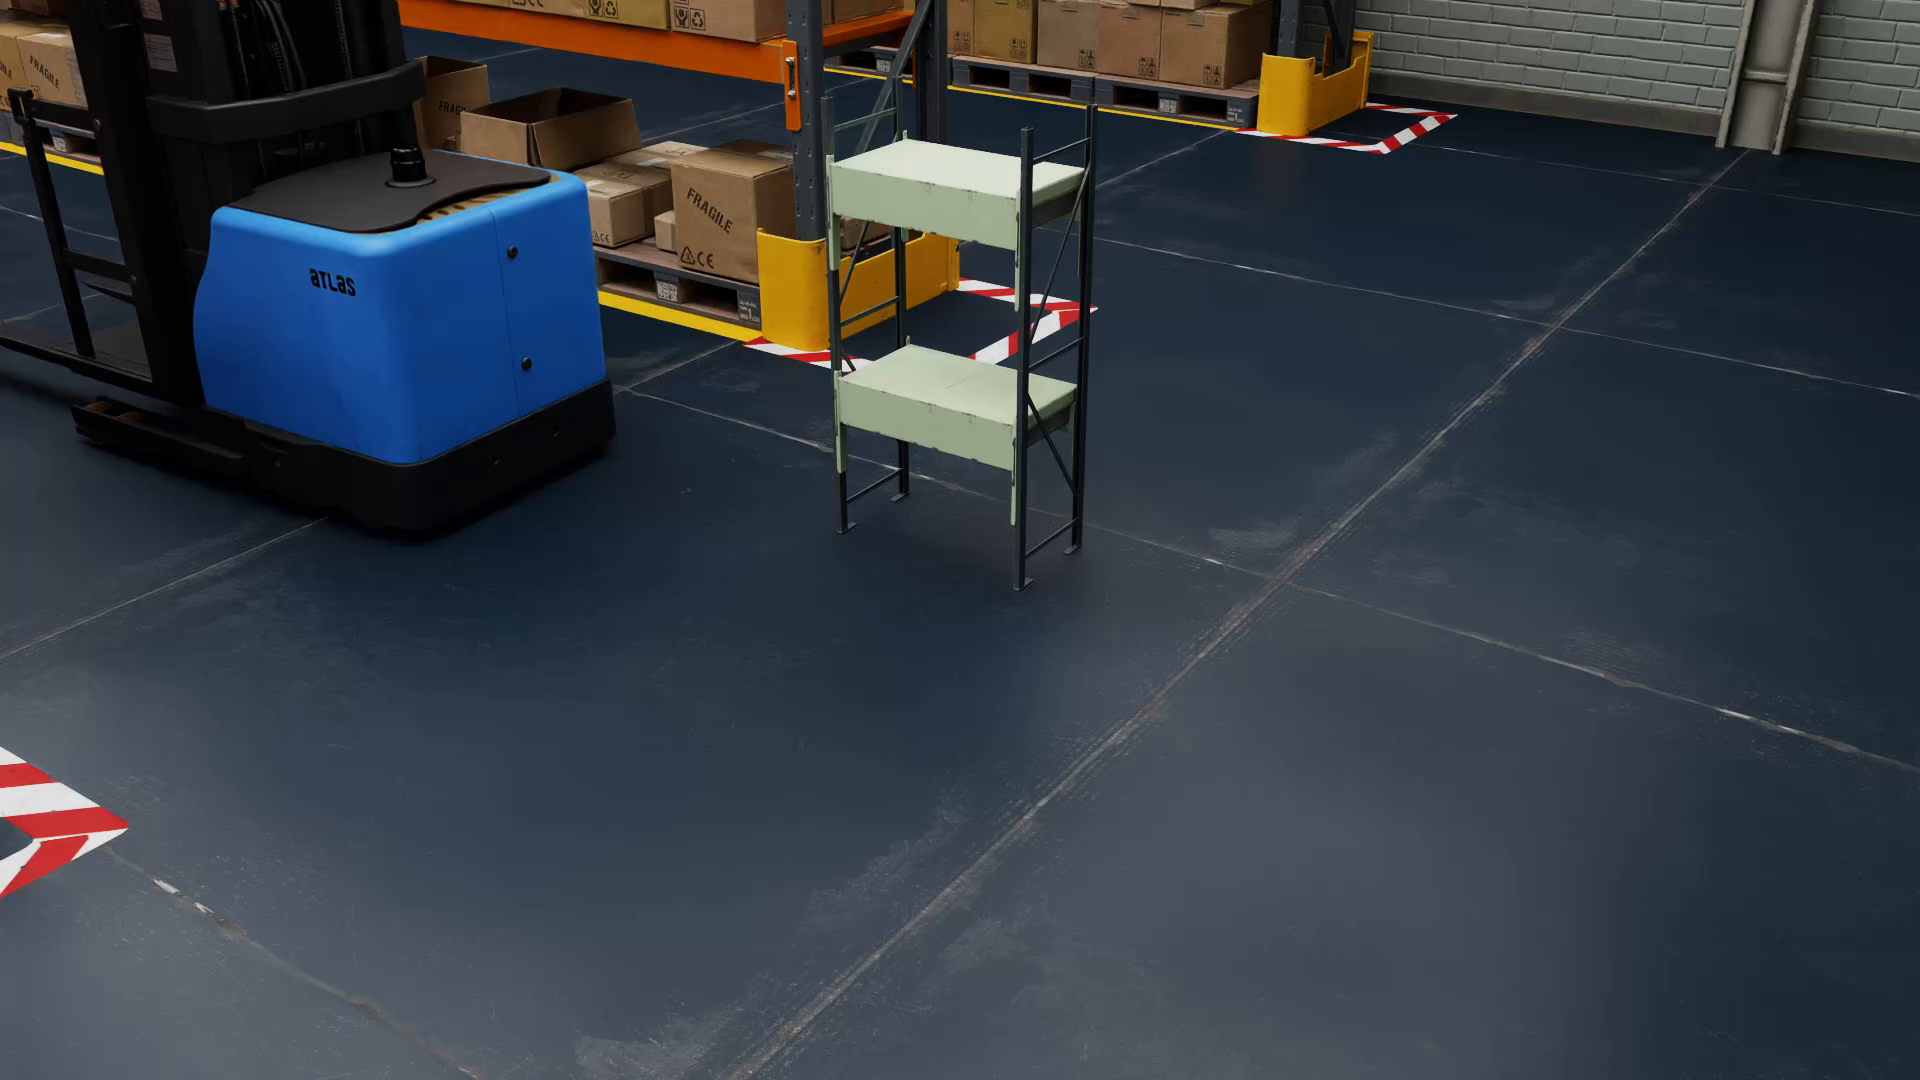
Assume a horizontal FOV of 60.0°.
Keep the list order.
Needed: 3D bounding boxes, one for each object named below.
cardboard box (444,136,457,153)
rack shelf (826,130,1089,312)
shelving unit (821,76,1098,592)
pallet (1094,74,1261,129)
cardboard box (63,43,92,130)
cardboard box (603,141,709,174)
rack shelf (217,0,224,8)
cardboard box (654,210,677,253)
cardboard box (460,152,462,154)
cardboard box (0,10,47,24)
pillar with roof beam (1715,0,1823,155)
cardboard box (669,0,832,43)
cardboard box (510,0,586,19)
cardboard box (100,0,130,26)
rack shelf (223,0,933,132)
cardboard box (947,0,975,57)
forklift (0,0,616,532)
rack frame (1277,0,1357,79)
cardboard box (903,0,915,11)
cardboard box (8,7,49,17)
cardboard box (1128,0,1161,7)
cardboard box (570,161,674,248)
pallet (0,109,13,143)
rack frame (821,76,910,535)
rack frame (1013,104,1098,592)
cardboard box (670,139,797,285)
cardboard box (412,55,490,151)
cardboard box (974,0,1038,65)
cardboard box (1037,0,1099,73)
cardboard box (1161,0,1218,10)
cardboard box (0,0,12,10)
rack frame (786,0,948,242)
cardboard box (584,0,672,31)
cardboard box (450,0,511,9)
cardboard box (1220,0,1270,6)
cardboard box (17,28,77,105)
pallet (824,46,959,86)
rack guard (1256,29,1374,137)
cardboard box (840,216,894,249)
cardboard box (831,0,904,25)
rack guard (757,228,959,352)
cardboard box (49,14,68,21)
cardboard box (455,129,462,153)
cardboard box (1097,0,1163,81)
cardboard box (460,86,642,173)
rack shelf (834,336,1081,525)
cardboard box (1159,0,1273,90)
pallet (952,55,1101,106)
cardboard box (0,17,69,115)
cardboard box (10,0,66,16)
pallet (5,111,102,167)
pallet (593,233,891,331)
[{"bbox_3d":[-2.711,-2.243,9.508,0.250,0.149,0.380,17,32,30],"label":"cardboard box"},{"bbox_3d":[-0.006,-1.018,5.236,0.720,0.370,0.431,17,32,30],"label":"rack shelf"},{"bbox_3d":[-0.006,-0.670,5.413,0.755,1.500,0.431,17,32,30],"label":"shelving unit"},{"bbox_3d":[1.711,-3.190,11.786,1.213,0.211,1.003,17,32,30],"label":"pallet"},{"bbox_3d":[-5.069,-2.792,10.200,0.500,0.500,0.500,18,32,31],"label":"cardboard box"},{"bbox_3d":[-1.499,-1.877,8.678,0.500,0.250,0.500,17,32,30],"label":"cardboard box"},{"bbox_3d":[-5.333,-3.624,10.358,4.000,0.370,1.077,17,32,30],"label":"rack shelf"},{"bbox_3d":[-1.258,-1.523,8.074,0.250,0.166,0.380,17,32,30],"label":"cardboard box"},{"bbox_3d":[-2.742,-1.958,8.928,0.250,0.166,0.380,17,32,30],"label":"cardboard box"},{"bbox_3d":[-6.333,-3.184,10.971,0.500,0.500,0.500,16,31,29],"label":"cardboard box"},{"bbox_3d":[2.692,-4.951,5.558,0.400,9.000,9.100,17,32,30],"label":"pillar with roof beam"},{"bbox_3d":[-0.910,-2.462,7.170,0.500,0.500,0.500,18,32,32],"label":"cardboard box"},{"bbox_3d":[-1.748,-2.724,7.685,0.500,0.500,0.500,18,32,31],"label":"cardboard box"},{"bbox_3d":[-5.183,-3.448,10.663,0.500,0.250,0.500,17,31,29],"label":"cardboard box"},{"bbox_3d":[-2.036,-2.597,8.339,4.000,0.370,1.077,17,32,30],"label":"rack shelf"},{"bbox_3d":[0.088,-3.997,12.589,0.500,0.500,0.700,17,32,30],"label":"cardboard box"},{"bbox_3d":[-2.846,-1.819,6.094,3.031,2.935,1.130,16,31,28],"label":"forklift"},{"bbox_3d":[2.414,-4.257,10.808,0.127,3.000,1.000,17,32,30],"label":"rack frame"},{"bbox_3d":[-0.324,-4.127,12.845,0.500,0.500,0.700,18,32,31],"label":"cardboard box"},{"bbox_3d":[-6.078,-3.388,11.371,0.500,0.500,0.500,19,32,32],"label":"cardboard box"},{"bbox_3d":[1.361,-3.792,11.472,0.250,0.149,0.380,18,32,32],"label":"cardboard box"},{"bbox_3d":[-1.741,-1.678,8.286,0.500,0.250,0.500,17,32,30],"label":"cardboard box"},{"bbox_3d":[-6.387,-3.010,11.432,1.213,0.211,1.003,17,32,30],"label":"pallet"},{"bbox_3d":[-0.307,-0.764,5.598,0.023,1.500,0.400,17,32,30],"label":"rack frame"},{"bbox_3d":[0.296,-0.576,5.229,0.023,1.500,0.400,17,32,30],"label":"rack frame"},{"bbox_3d":[-0.975,-1.534,7.728,0.500,0.500,0.500,17,32,30],"label":"cardboard box"},{"bbox_3d":[-3.054,-2.473,9.573,0.500,0.500,0.500,17,32,30],"label":"cardboard box"},{"bbox_3d":[0.510,-3.864,12.329,0.500,0.500,0.700,18,32,31],"label":"cardboard box"},{"bbox_3d":[0.953,-3.730,12.065,0.500,0.500,0.700,16,31,29],"label":"cardboard box"},{"bbox_3d":[1.572,-3.727,11.343,0.250,0.149,0.380,17,31,30],"label":"cardboard box"},{"bbox_3d":[-7.247,-3.914,12.085,0.500,0.311,0.500,19,32,32],"label":"cardboard box"},{"bbox_3d":[-0.387,-2.404,7.167,0.127,3.000,1.000,17,32,30],"label":"rack frame"},{"bbox_3d":[-1.340,-2.594,7.430,0.500,0.500,0.500,18,32,31],"label":"cardboard box"},{"bbox_3d":[-2.163,-2.854,7.940,0.500,0.500,0.500,17,31,30],"label":"cardboard box"},{"bbox_3d":[1.997,-3.804,11.496,0.250,0.149,0.380,18,32,31],"label":"cardboard box"},{"bbox_3d":[-5.490,-2.922,10.455,0.500,0.500,0.500,16,31,29],"label":"cardboard box"},{"bbox_3d":[-0.300,-3.817,13.018,1.213,0.211,1.003,17,32,30],"label":"pallet"},{"bbox_3d":[2.434,-3.137,11.363,0.348,0.500,1.175,17,32,30],"label":"rack guard"},{"bbox_3d":[-0.538,-1.566,8.178,0.250,0.149,0.380,17,32,30],"label":"cardboard box"},{"bbox_3d":[-0.604,-2.661,7.562,0.500,0.500,0.500,18,32,31],"label":"cardboard box"},{"bbox_3d":[-0.450,-1.310,7.772,0.348,0.500,1.175,17,32,30],"label":"rack guard"},{"bbox_3d":[-5.651,-3.255,11.110,0.500,0.500,0.500,16,31,29],"label":"cardboard box"},{"bbox_3d":[-2.436,-2.196,9.238,0.500,0.311,0.500,17,32,30],"label":"cardboard box"},{"bbox_3d":[1.368,-3.601,11.812,0.500,0.500,0.700,17,32,30],"label":"cardboard box"},{"bbox_3d":[-2.133,-2.034,8.708,0.637,0.503,0.797,17,32,30],"label":"cardboard box"},{"bbox_3d":[-0.006,-0.380,5.561,0.720,0.370,0.431,17,32,30],"label":"rack shelf"},{"bbox_3d":[1.781,-3.473,11.559,0.500,0.500,0.700,17,32,30],"label":"cardboard box"},{"bbox_3d":[0.710,-3.504,12.403,1.213,0.211,1.003,17,32,30],"label":"pallet"},{"bbox_3d":[-5.923,-3.054,10.714,0.500,0.500,0.500,17,31,30],"label":"cardboard box"},{"bbox_3d":[-6.029,-3.709,11.176,0.500,0.250,0.500,19,32,32],"label":"cardboard box"},{"bbox_3d":[-5.386,-2.696,10.816,1.213,0.211,1.003,17,32,30],"label":"pallet"},{"bbox_3d":[-1.107,-1.385,8.239,1.213,0.211,1.003,17,32,30],"label":"pallet"}]
